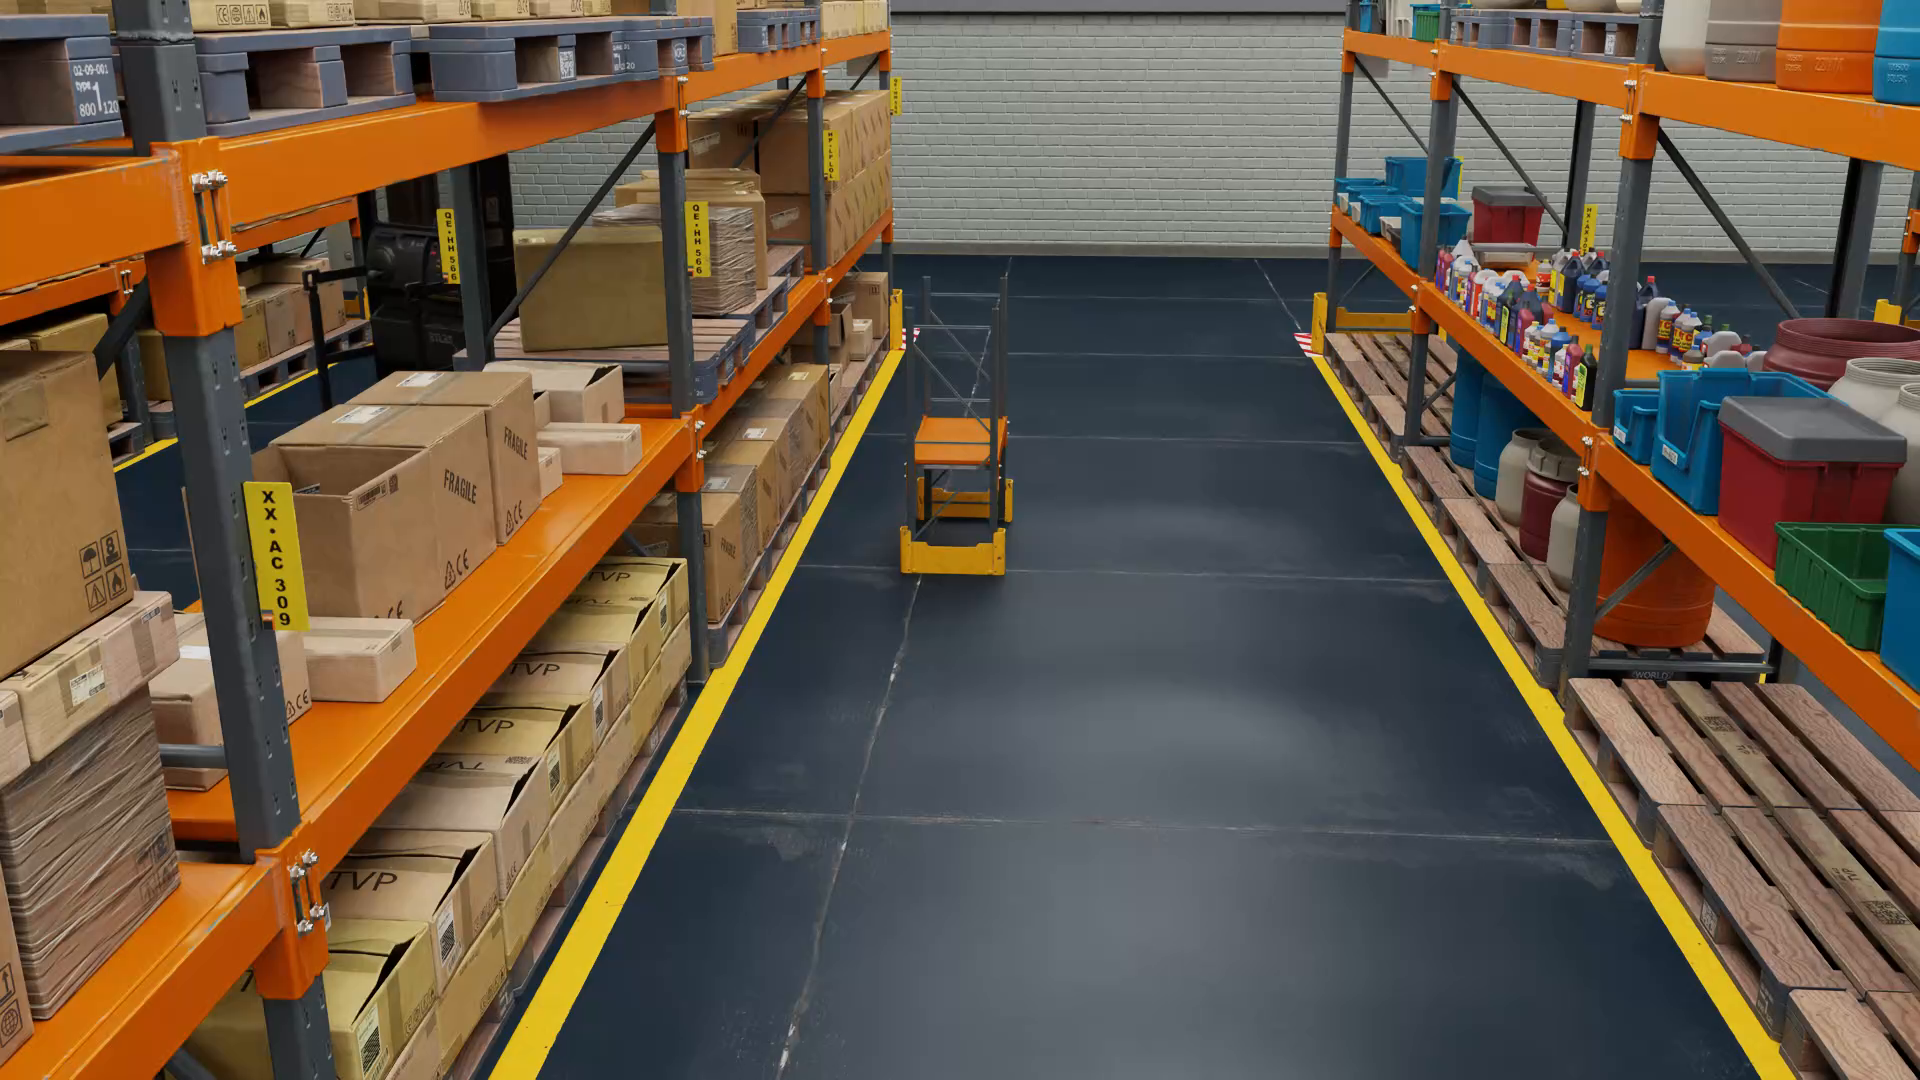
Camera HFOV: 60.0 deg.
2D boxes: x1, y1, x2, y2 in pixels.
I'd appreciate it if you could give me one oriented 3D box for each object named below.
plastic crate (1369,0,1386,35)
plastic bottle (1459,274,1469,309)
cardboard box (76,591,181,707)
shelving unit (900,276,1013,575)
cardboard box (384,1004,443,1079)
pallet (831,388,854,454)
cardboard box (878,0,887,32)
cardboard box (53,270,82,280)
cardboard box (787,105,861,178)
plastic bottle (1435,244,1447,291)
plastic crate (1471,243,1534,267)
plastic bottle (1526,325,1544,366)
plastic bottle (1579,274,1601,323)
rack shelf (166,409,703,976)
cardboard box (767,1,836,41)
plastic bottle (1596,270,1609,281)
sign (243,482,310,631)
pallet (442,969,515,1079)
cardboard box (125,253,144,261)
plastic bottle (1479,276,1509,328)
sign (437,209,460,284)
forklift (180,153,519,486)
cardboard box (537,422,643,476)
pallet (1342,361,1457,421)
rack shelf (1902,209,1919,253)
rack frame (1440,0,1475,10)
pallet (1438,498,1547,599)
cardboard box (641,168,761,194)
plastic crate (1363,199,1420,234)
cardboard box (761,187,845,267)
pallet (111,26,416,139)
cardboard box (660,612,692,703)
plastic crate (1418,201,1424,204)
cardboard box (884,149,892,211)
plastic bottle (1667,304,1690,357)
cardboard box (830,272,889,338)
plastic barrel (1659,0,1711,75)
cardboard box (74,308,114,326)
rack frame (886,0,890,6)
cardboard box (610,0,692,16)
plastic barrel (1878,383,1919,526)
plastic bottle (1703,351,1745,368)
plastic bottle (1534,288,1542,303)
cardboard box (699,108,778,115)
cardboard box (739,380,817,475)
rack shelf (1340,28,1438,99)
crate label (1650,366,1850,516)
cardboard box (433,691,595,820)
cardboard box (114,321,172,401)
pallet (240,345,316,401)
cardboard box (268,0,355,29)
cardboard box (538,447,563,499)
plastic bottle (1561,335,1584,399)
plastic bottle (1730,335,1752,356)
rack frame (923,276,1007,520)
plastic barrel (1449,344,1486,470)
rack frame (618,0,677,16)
[{"bbox_3d":[3.435,-4.069,12.807,0.504,0.338,0.767,1,18,4],"label":"plastic crate"},{"bbox_3d":[3.050,-1.490,9.973,0.097,0.201,0.097,0,18,0],"label":"plastic bottle"},{"bbox_3d":[-1.787,0.207,3.271,0.380,0.149,0.250,1,18,4],"label":"cardboard box"},{"bbox_3d":[-0.005,-0.689,9.617,0.587,1.500,1.083,1,18,4],"label":"shelving unit"},{"bbox_3d":[-1.706,1.461,4.388,0.500,0.250,0.500,1,18,3],"label":"cardboard box"},{"bbox_3d":[-1.358,-0.899,12.328,1.003,0.211,1.213,1,18,4],"label":"pallet"},{"bbox_3d":[-0.895,-4.442,14.086,0.500,0.250,0.500,1,18,4],"label":"cardboard box"},{"bbox_3d":[-6.086,-1.820,11.032,0.380,0.149,0.250,2,18,5],"label":"cardboard box"},{"bbox_3d":[-1.020,-2.994,12.475,0.500,0.500,0.500,1,18,2],"label":"cardboard box"},{"bbox_3d":[3.080,-1.739,10.602,0.061,0.283,0.133,1,18,4],"label":"plastic bottle"},{"bbox_3d":[3.708,-1.944,11.365,0.396,0.136,0.243,1,18,4],"label":"plastic crate"},{"bbox_3d":[2.934,-0.986,8.435,0.097,0.201,0.097,0,18,0],"label":"plastic bottle"},{"bbox_3d":[3.629,-1.394,9.565,0.097,0.271,0.097,0,18,0],"label":"plastic bottle"},{"bbox_3d":[-1.838,0.194,5.668,1.077,0.370,4.000,1,18,4],"label":"rack shelf"},{"bbox_3d":[-1.126,-3.511,11.243,0.500,0.250,0.500,1,18,4],"label":"cardboard box"},{"bbox_3d":[3.764,-1.441,9.701,0.152,0.276,0.135,1,18,4],"label":"plastic bottle"},{"bbox_3d":[-1.428,0.037,3.477,0.100,0.325,0.005,1,18,4],"label":"sign"},{"bbox_3d":[-1.968,1.569,4.795,1.003,0.211,1.213,1,18,4],"label":"pallet"},{"bbox_3d":[-6.294,-2.431,12.043,0.980,0.700,0.700,2,18,5],"label":"cardboard box"},{"bbox_3d":[3.036,-1.345,9.411,0.152,0.276,0.135,1,18,4],"label":"plastic bottle"},{"bbox_3d":[-2.237,-1.290,7.312,0.100,0.325,0.005,1,18,4],"label":"sign"},{"bbox_3d":[-3.738,-1.874,10.935,1.130,2.935,3.031,11,21,30],"label":"forklift"},{"bbox_3d":[-1.484,-0.364,6.619,0.380,0.149,0.250,1,18,4],"label":"cardboard box"},{"bbox_3d":[3.631,-1.183,13.195,1.003,0.211,1.213,1,18,4],"label":"pallet"},{"bbox_3d":[8.616,-2.068,12.572,1.077,0.370,4.000,1,18,4],"label":"rack shelf"},{"bbox_3d":[3.532,-4.750,9.968,1.000,3.000,0.127,1,18,4],"label":"rack frame"},{"bbox_3d":[3.351,0.045,9.448,1.003,0.211,1.213,1,18,4],"label":"pallet"},{"bbox_3d":[-1.665,-2.116,10.728,0.700,0.500,0.500,-5,19,-15],"label":"cardboard box"},{"bbox_3d":[3.357,-2.519,12.966,0.416,0.233,0.300,1,18,4],"label":"plastic crate"},{"bbox_3d":[-1.100,-2.211,11.692,0.500,0.500,0.500,2,18,5],"label":"cardboard box"},{"bbox_3d":[-1.931,-1.135,4.060,0.805,0.209,1.217,1,18,2],"label":"pallet"},{"bbox_3d":[-1.489,0.507,7.299,0.500,0.250,0.500,2,18,5],"label":"cardboard box"},{"bbox_3d":[3.906,-2.698,13.666,0.396,0.136,0.243,1,18,4],"label":"plastic crate"},{"bbox_3d":[-0.882,-3.156,14.576,0.500,0.500,0.500,2,18,6],"label":"cardboard box"},{"bbox_3d":[3.727,-1.087,8.609,0.061,0.283,0.133,1,18,4],"label":"plastic bottle"},{"bbox_3d":[-0.915,-2.100,14.823,0.500,0.500,0.500,1,18,4],"label":"cardboard box"},{"bbox_3d":[2.918,-2.046,6.353,0.421,0.512,0.421,0,18,0],"label":"plastic barrel"},{"bbox_3d":[-6.402,-1.630,12.378,0.380,0.149,0.250,1,18,4],"label":"cardboard box"},{"bbox_3d":[-1.121,-6.104,14.100,1.000,3.000,0.127,1,18,4],"label":"rack frame"},{"bbox_3d":[-1.697,-2.378,7.385,0.910,0.500,0.500,1,18,4],"label":"cardboard box"},{"bbox_3d":[3.355,-0.255,5.704,0.421,0.512,0.421,0,18,0],"label":"plastic barrel"},{"bbox_3d":[3.447,-0.729,7.528,0.152,0.276,0.135,1,18,4],"label":"plastic bottle"},{"bbox_3d":[3.130,-1.244,9.109,0.097,0.271,0.097,0,18,0],"label":"plastic bottle"},{"bbox_3d":[-1.596,-2.856,12.054,0.500,0.500,0.500,1,18,3],"label":"cardboard box"},{"bbox_3d":[-1.201,-0.719,10.608,0.500,0.500,0.500,1,18,4],"label":"cardboard box"},{"bbox_3d":[3.676,-3.604,12.443,1.077,0.370,4.000,1,18,4],"label":"rack shelf"},{"bbox_3d":[2.905,-0.371,6.182,0.502,0.435,0.616,1,18,4],"label":"crate label"},{"bbox_3d":[-1.595,0.714,5.768,0.500,0.311,0.500,2,18,5],"label":"cardboard box"},{"bbox_3d":[-6.193,-1.362,12.603,0.700,0.500,0.500,2,18,5],"label":"cardboard box"},{"bbox_3d":[-6.132,-1.410,13.886,1.003,0.211,1.213,1,18,4],"label":"pallet"},{"bbox_3d":[-1.891,-1.442,4.255,0.500,0.250,0.500,0,18,-1],"label":"cardboard box"},{"bbox_3d":[-1.730,-0.252,6.278,0.380,0.149,0.250,3,18,8],"label":"cardboard box"},{"bbox_3d":[2.866,-0.808,7.760,0.061,0.283,0.133,1,18,4],"label":"plastic bottle"},{"bbox_3d":[3.668,-0.830,7.825,0.061,0.283,0.133,1,18,4],"label":"plastic bottle"},{"bbox_3d":[0.030,-0.844,10.090,0.500,1.500,0.032,1,18,4],"label":"rack frame"},{"bbox_3d":[3.476,-0.933,10.649,0.600,0.901,0.708,1,18,4],"label":"plastic barrel"},{"bbox_3d":[-1.695,-3.620,6.517,1.000,3.000,0.127,1,18,4],"label":"rack frame"}]
